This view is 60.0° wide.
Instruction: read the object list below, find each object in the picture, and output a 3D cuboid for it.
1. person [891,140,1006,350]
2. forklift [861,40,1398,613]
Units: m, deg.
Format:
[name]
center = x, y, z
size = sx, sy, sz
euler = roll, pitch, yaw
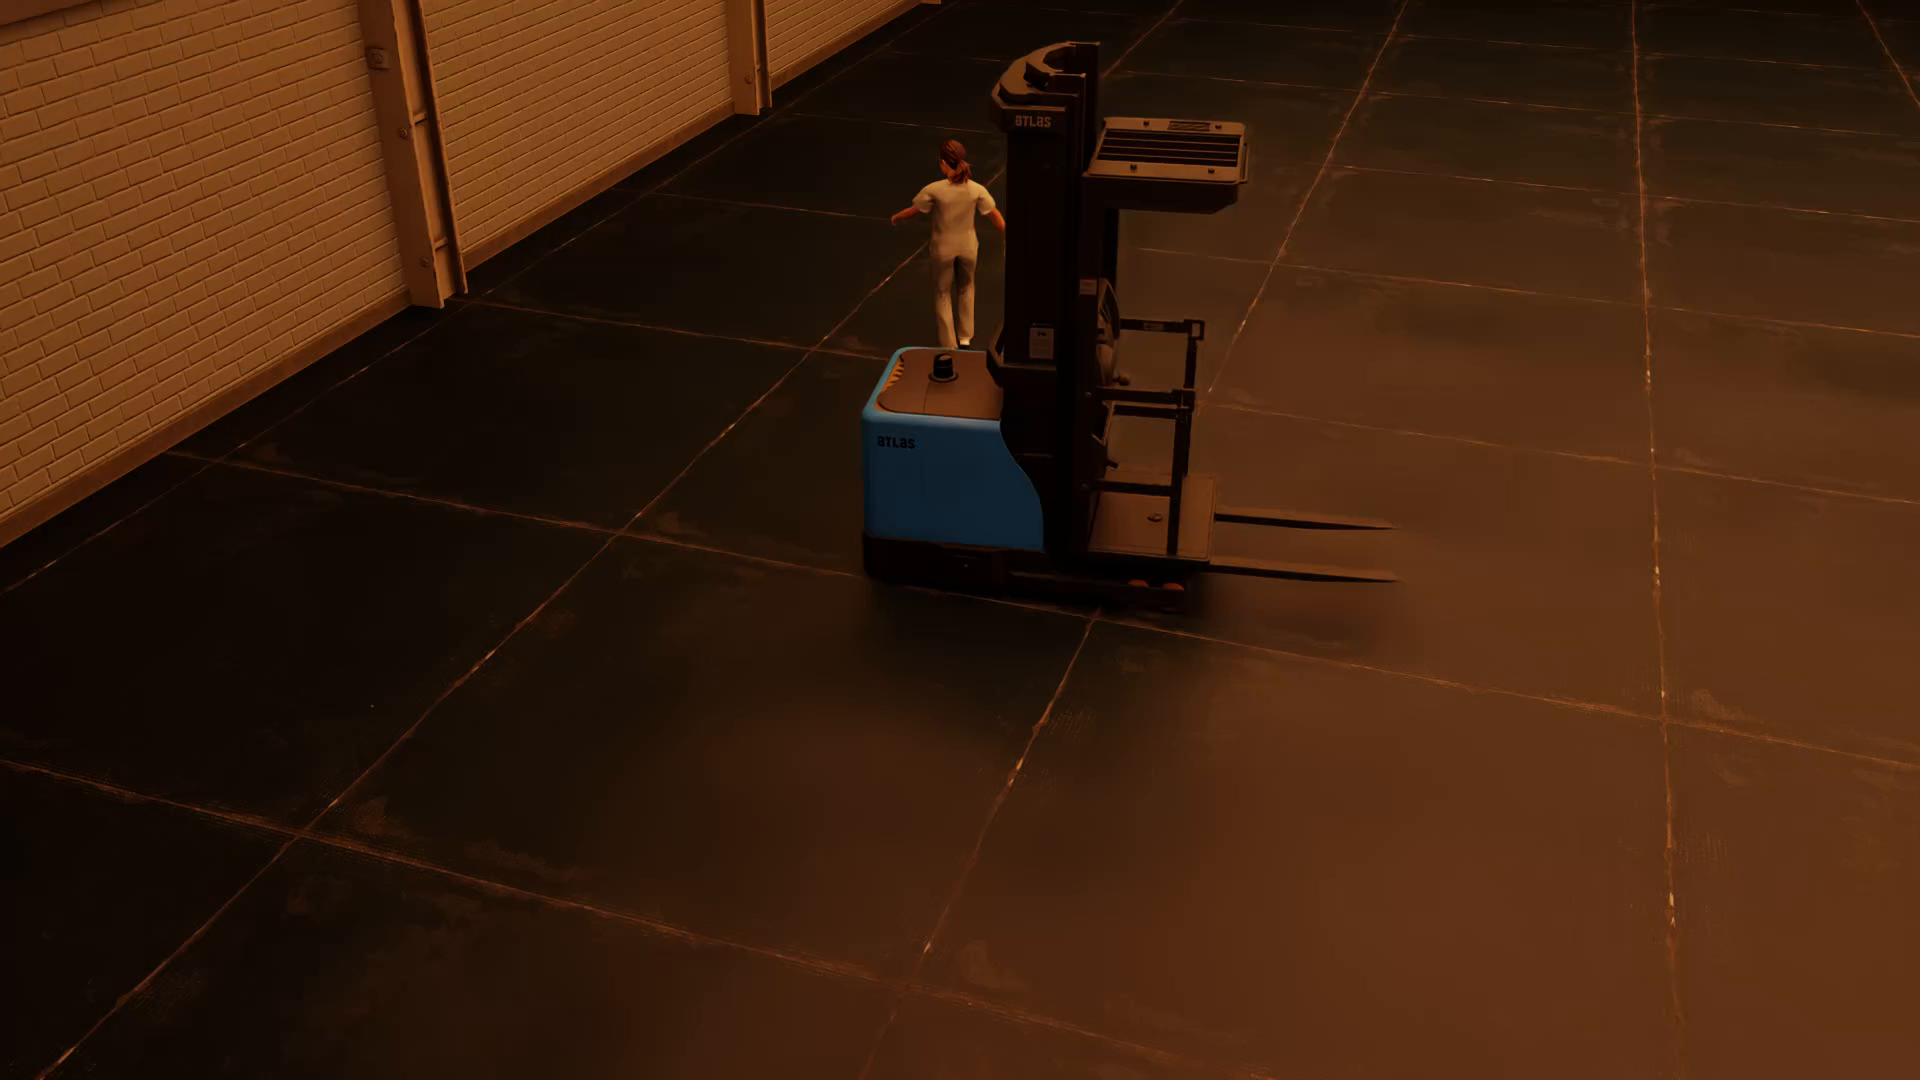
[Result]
[person]
center = -0.038, -2.127, 12.205
size = 0.884, 1.691, 0.632
euler = -5, 30, -8
[forklift]
center = 1.003, -1.150, 9.154
size = 3.031, 2.935, 1.130
euler = 5, 30, 9
